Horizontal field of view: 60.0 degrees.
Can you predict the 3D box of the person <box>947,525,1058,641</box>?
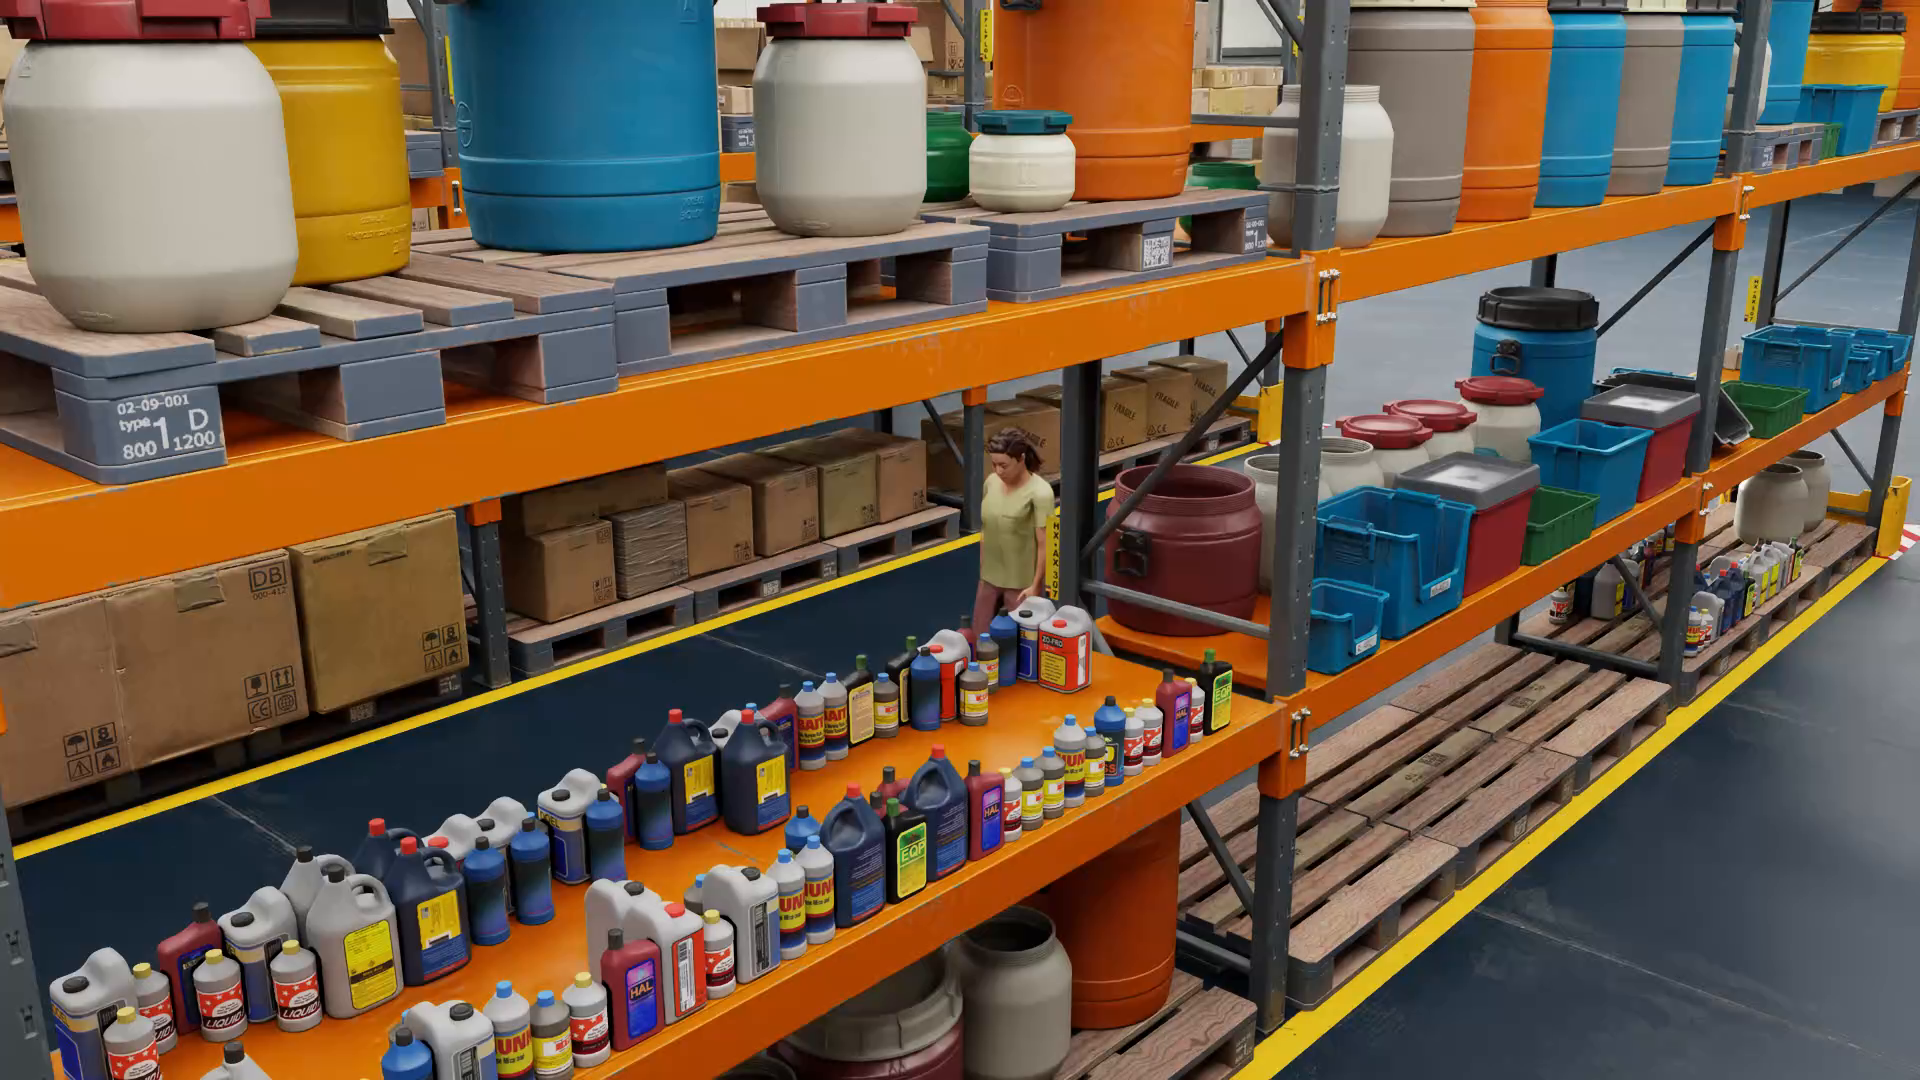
[{"bbox_3d":[0.222,0.457,8.345,0.508,1.215,0.720,15,22,39],"label":"person"}]
